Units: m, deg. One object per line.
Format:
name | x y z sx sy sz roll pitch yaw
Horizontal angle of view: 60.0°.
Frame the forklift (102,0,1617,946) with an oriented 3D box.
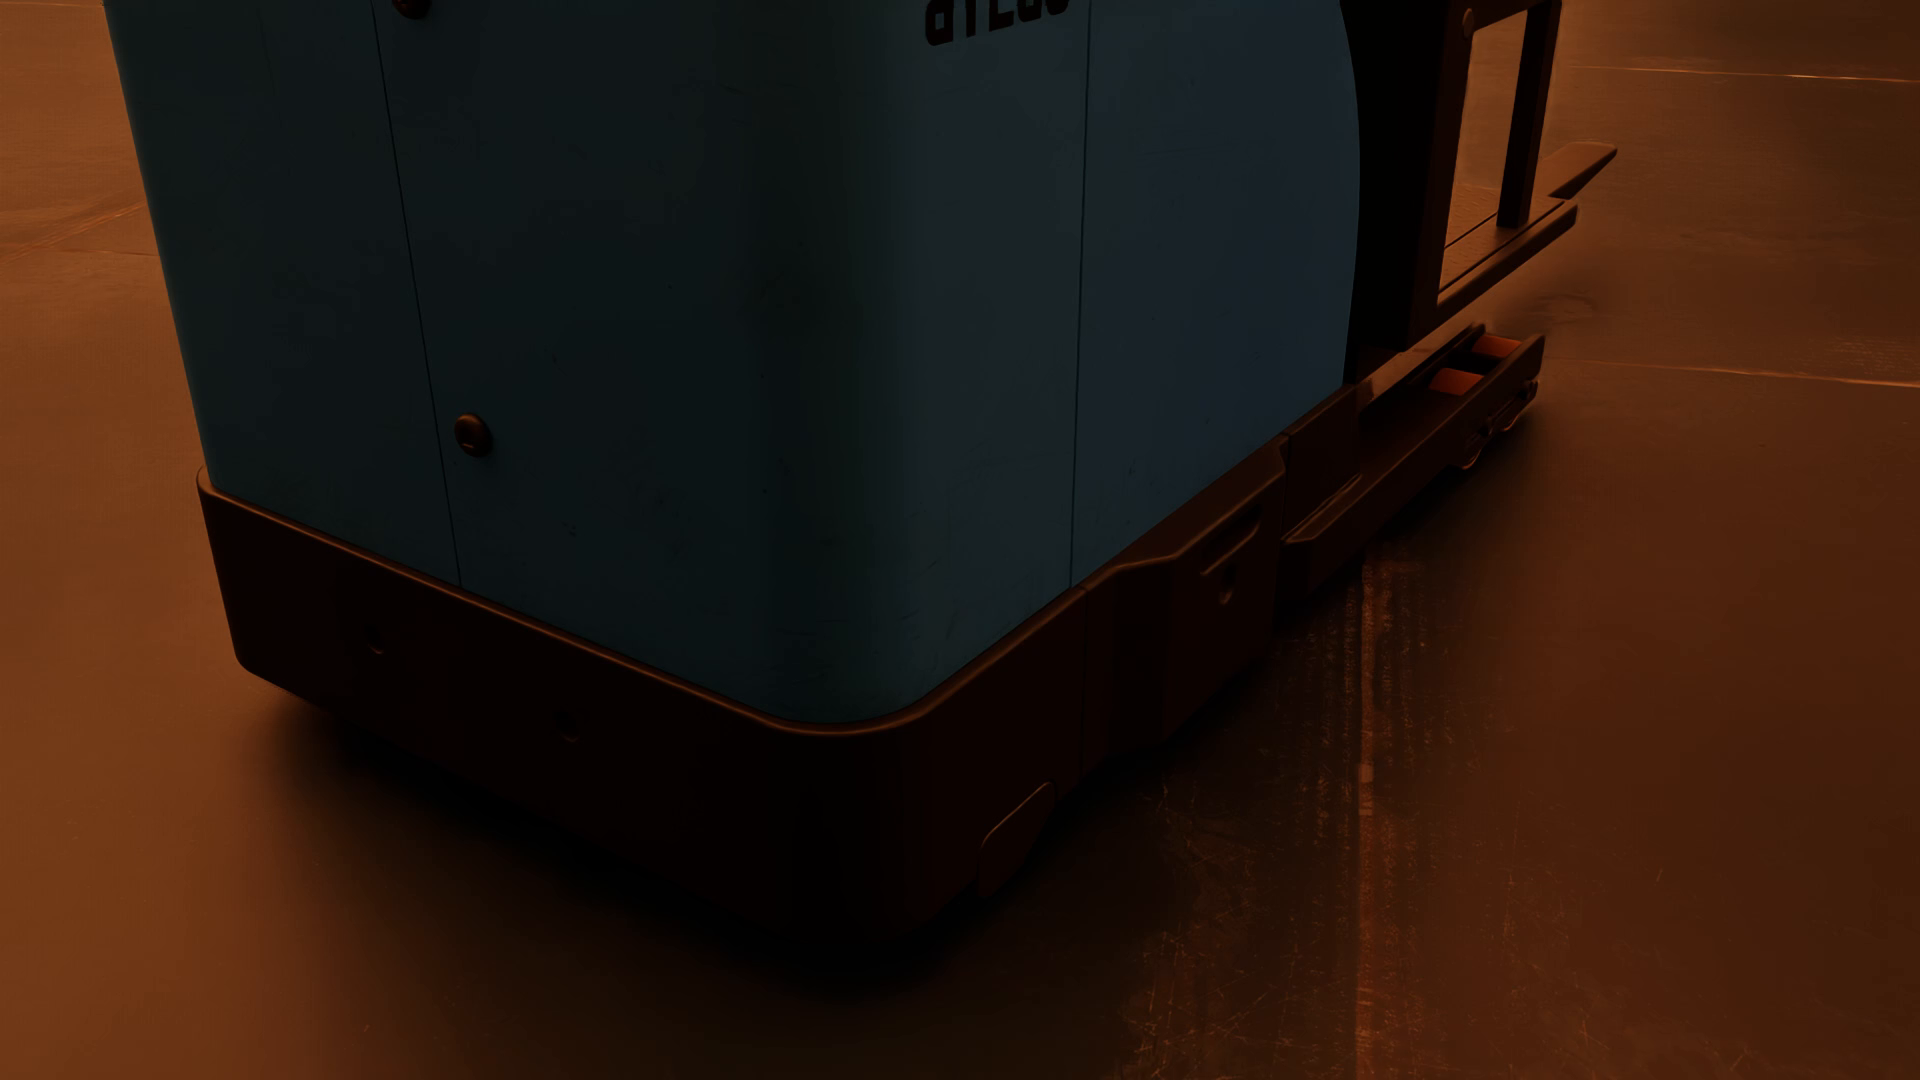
forklift | 0.349 -1.534 2.287 1.130 2.935 3.031 17 32 31
